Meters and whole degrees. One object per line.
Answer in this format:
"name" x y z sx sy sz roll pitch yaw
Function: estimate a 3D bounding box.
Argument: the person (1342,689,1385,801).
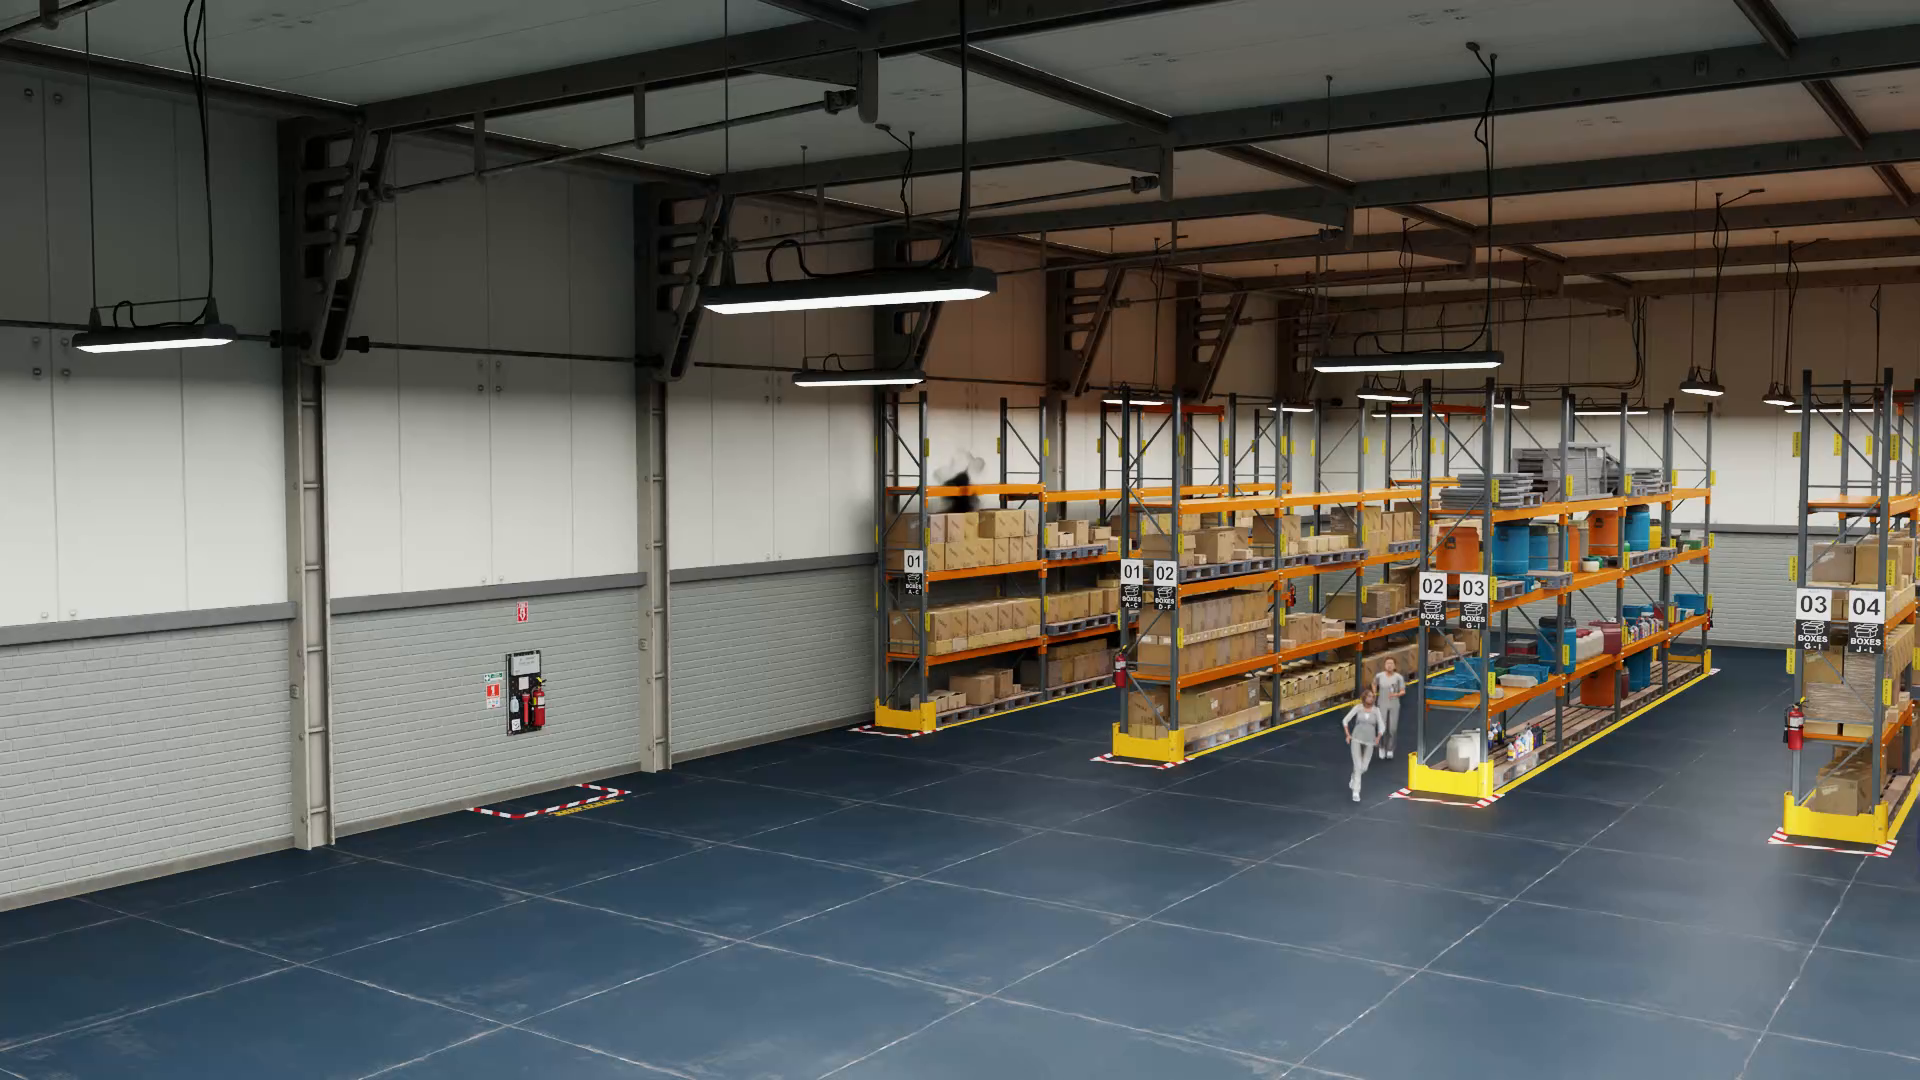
"person" 5.776 2.914 23.819 0.586 1.569 0.621 0 3 4

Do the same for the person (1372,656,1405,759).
"person" 6.851 2.685 26.633 0.541 1.642 0.660 1 3 18
